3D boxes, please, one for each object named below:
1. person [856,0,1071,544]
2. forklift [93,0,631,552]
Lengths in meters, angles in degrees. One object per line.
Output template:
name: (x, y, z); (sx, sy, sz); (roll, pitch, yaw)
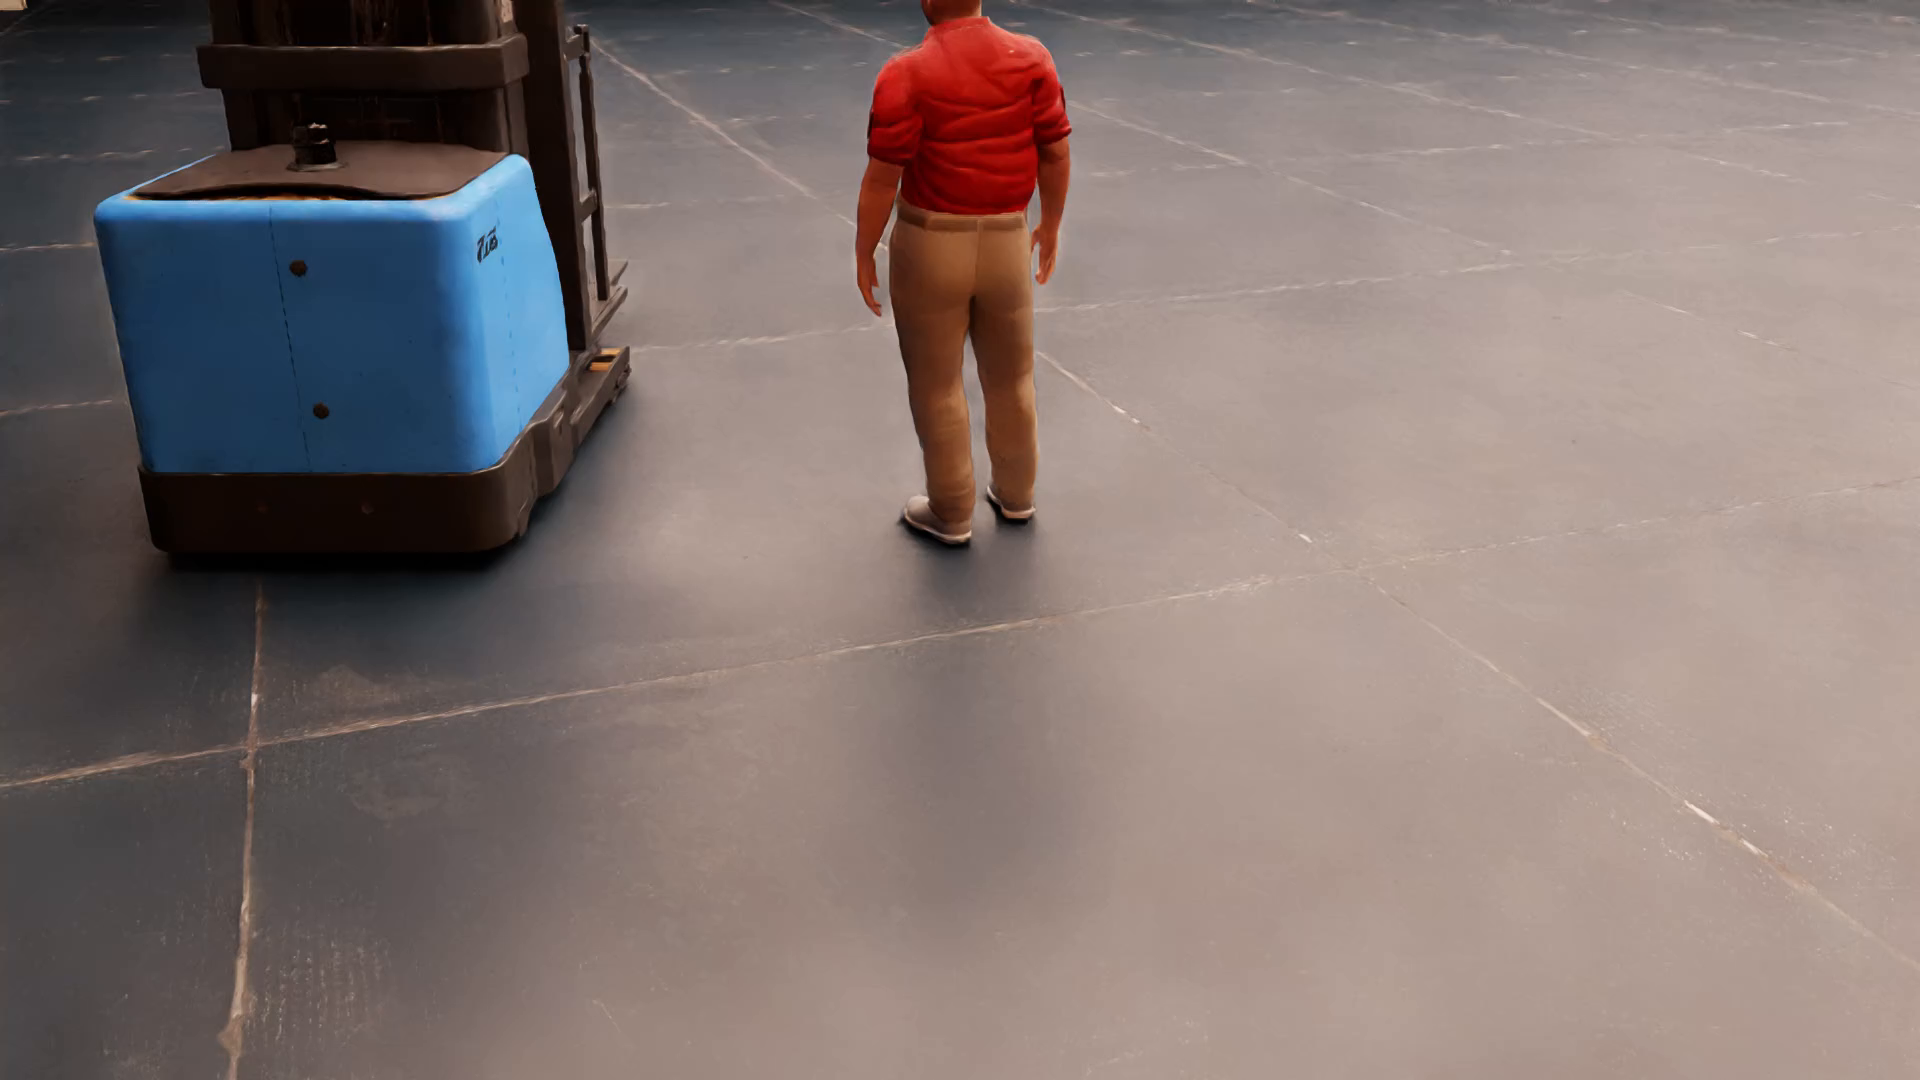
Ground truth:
person: (-0.020, -0.838, 4.823); (0.640, 1.726, 0.550); (-8, 24, -18)
forklift: (-1.849, -1.836, 5.664); (1.130, 2.935, 3.031); (0, 23, 0)
